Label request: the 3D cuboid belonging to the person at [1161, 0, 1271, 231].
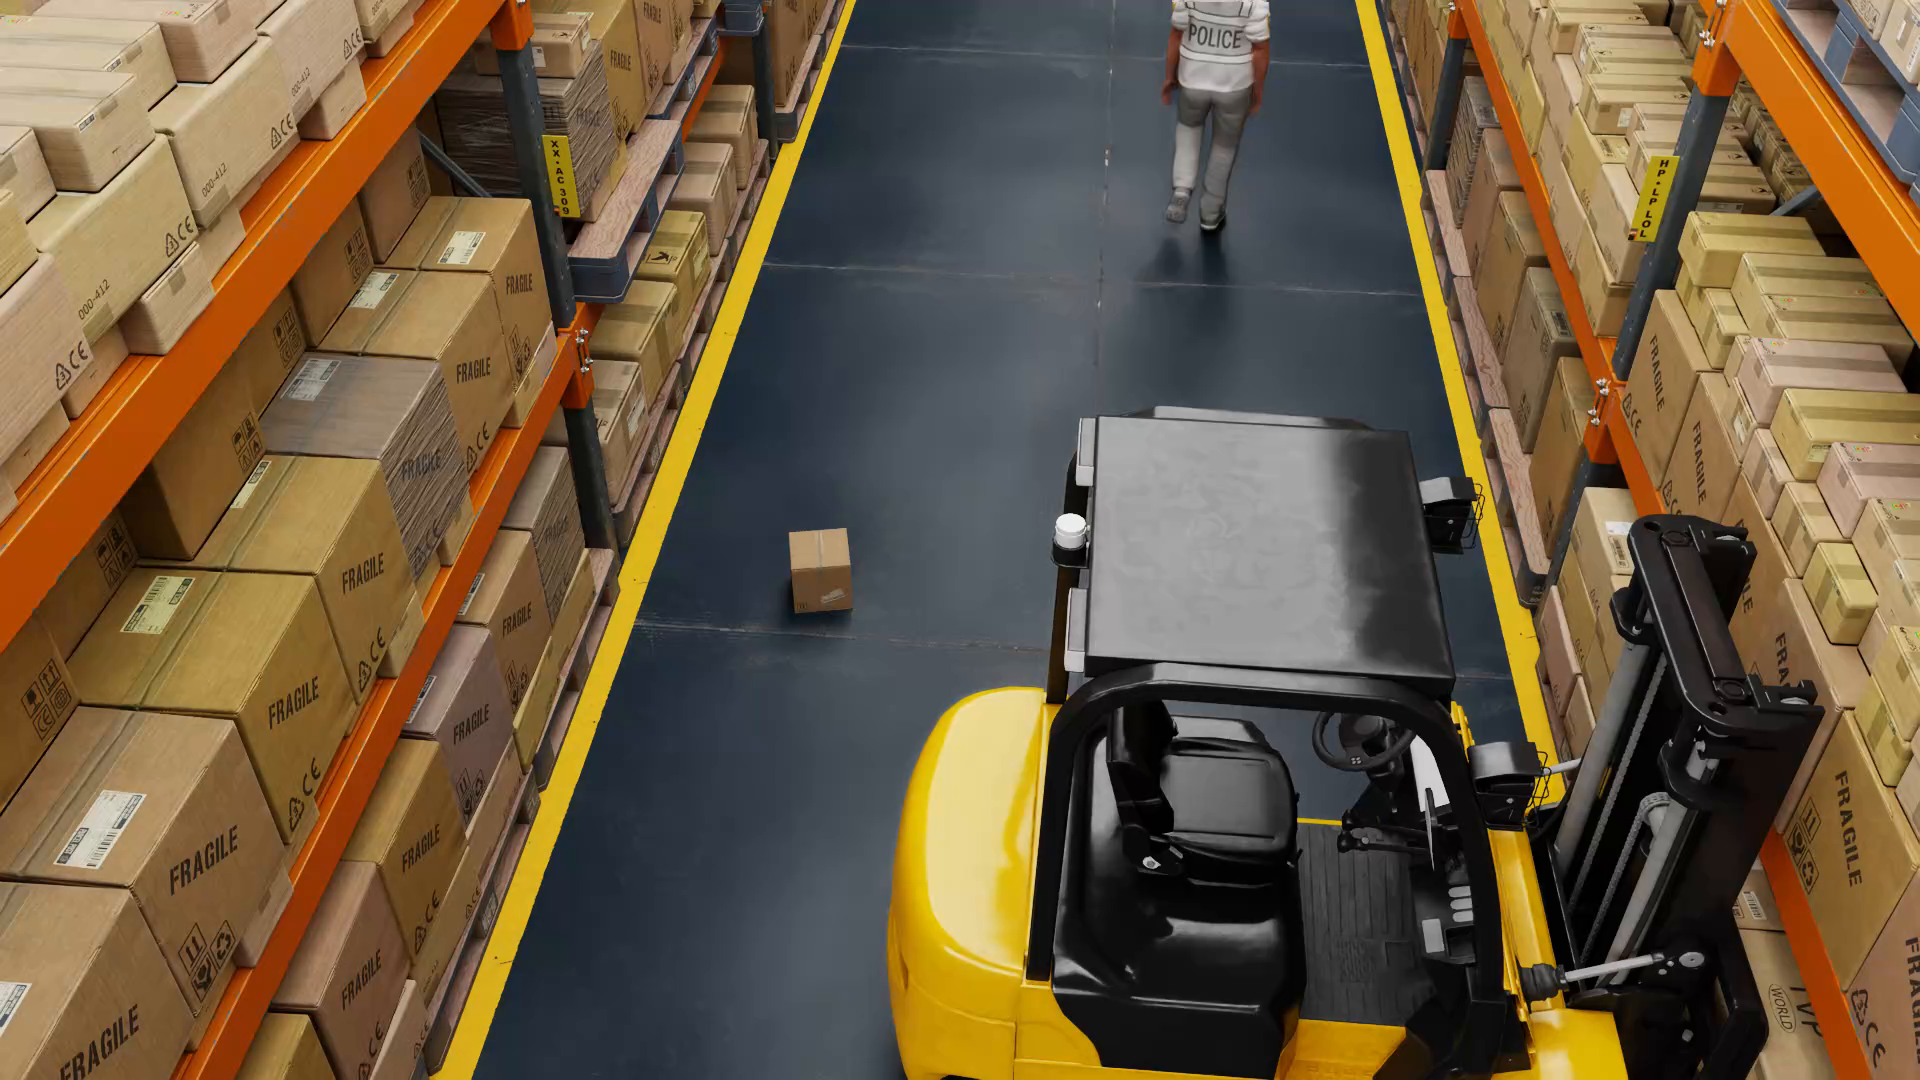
[{"bbox_3d":[1.405,-2.544,9.142,0.569,1.771,0.495,13,42,15],"label":"person"}]
